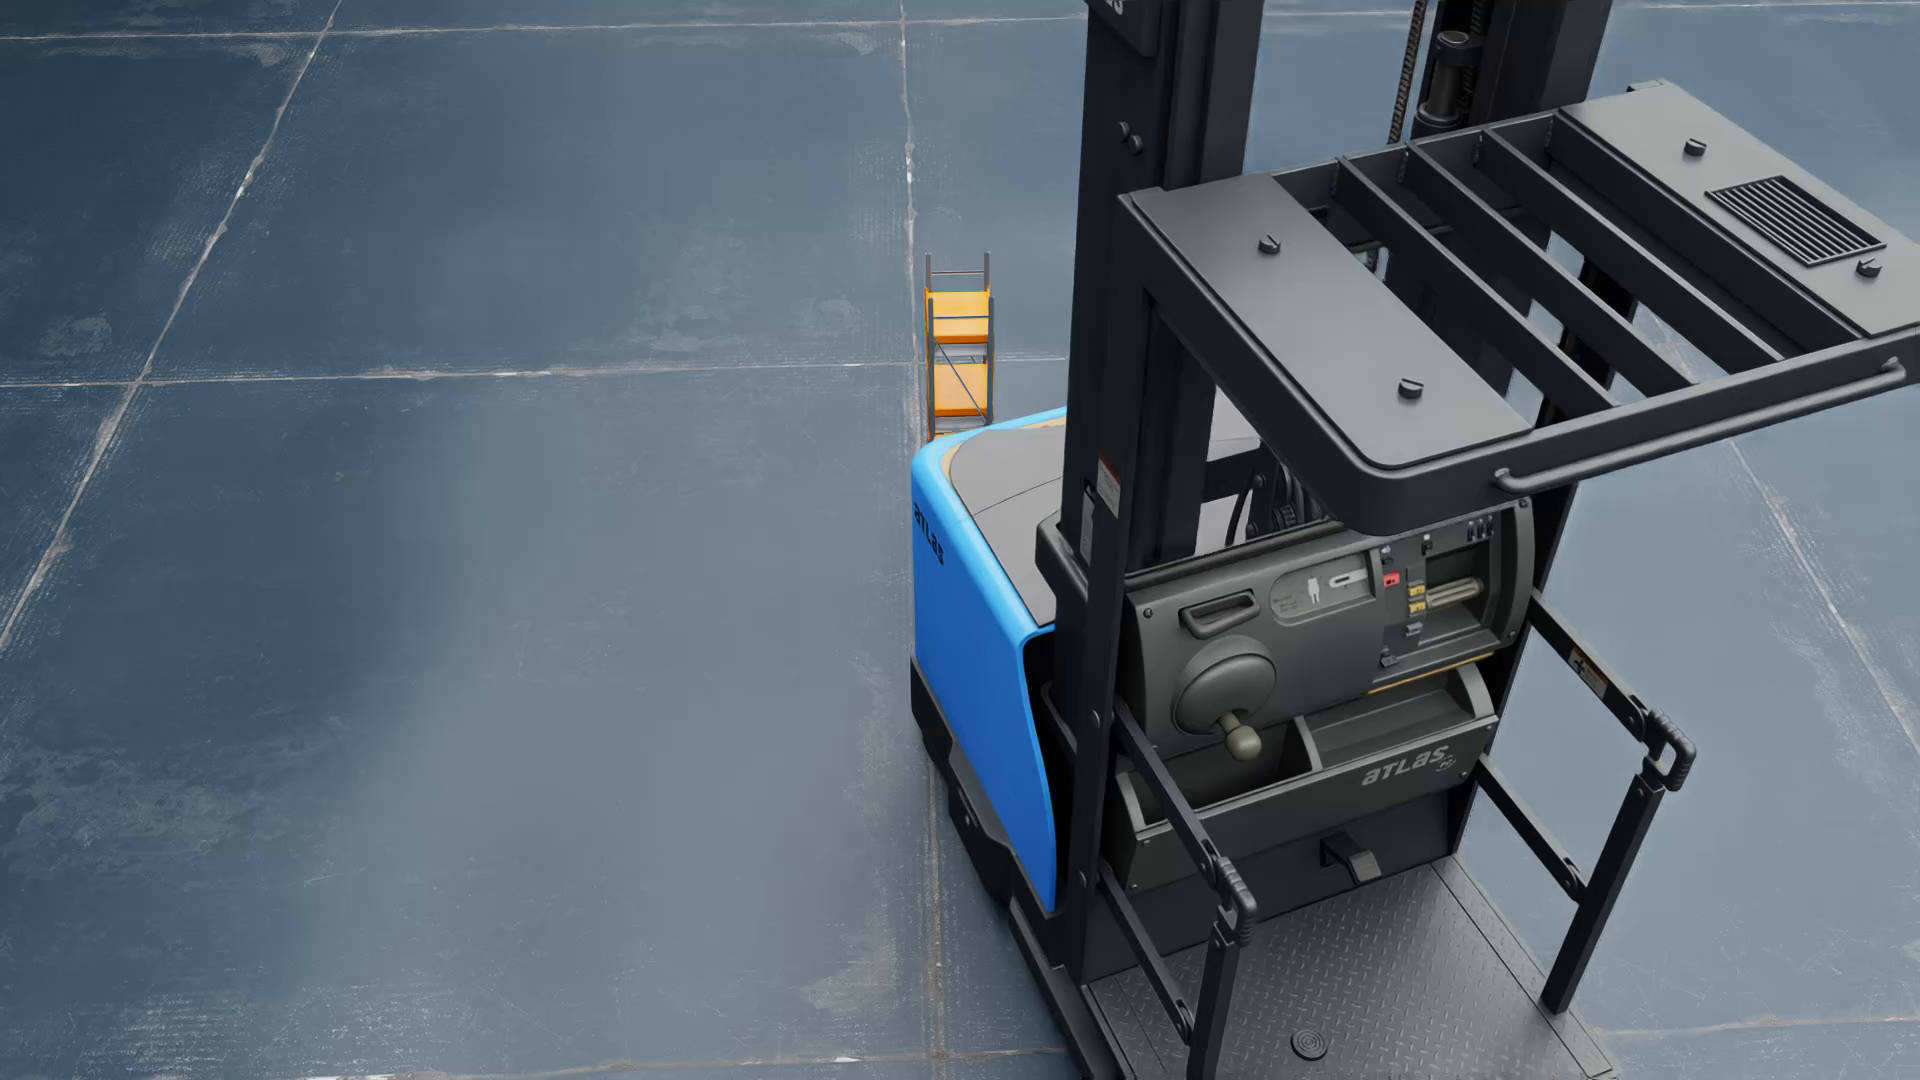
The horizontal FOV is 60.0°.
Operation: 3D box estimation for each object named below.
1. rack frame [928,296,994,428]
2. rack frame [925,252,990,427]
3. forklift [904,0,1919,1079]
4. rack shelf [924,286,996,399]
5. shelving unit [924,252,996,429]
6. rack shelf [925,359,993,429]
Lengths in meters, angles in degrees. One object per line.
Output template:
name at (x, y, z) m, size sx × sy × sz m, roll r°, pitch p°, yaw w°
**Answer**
rack frame at (0.003, -0.341, 5.345) m, size 0.200 × 1.050 × 0.008 m, roll -2°, pitch 43°, yaw -2°
rack frame at (-0.007, -0.506, 5.525) m, size 0.200 × 1.050 × 0.008 m, roll -2°, pitch 43°, yaw -2°
forklift at (0.850, 0.228, 3.332) m, size 1.130 × 2.935 × 3.031 m, roll -15°, pitch 45°, yaw -16°
rack shelf at (-0.002, -0.625, 5.250) m, size 0.215 × 0.259 × 0.240 m, roll -2°, pitch 43°, yaw -2°
shelving unit at (-0.002, -0.423, 5.435) m, size 0.215 × 1.050 × 0.252 m, roll -2°, pitch 43°, yaw -2°
rack shelf at (-0.002, -0.415, 5.442) m, size 0.215 × 0.259 × 0.240 m, roll -2°, pitch 43°, yaw -2°
